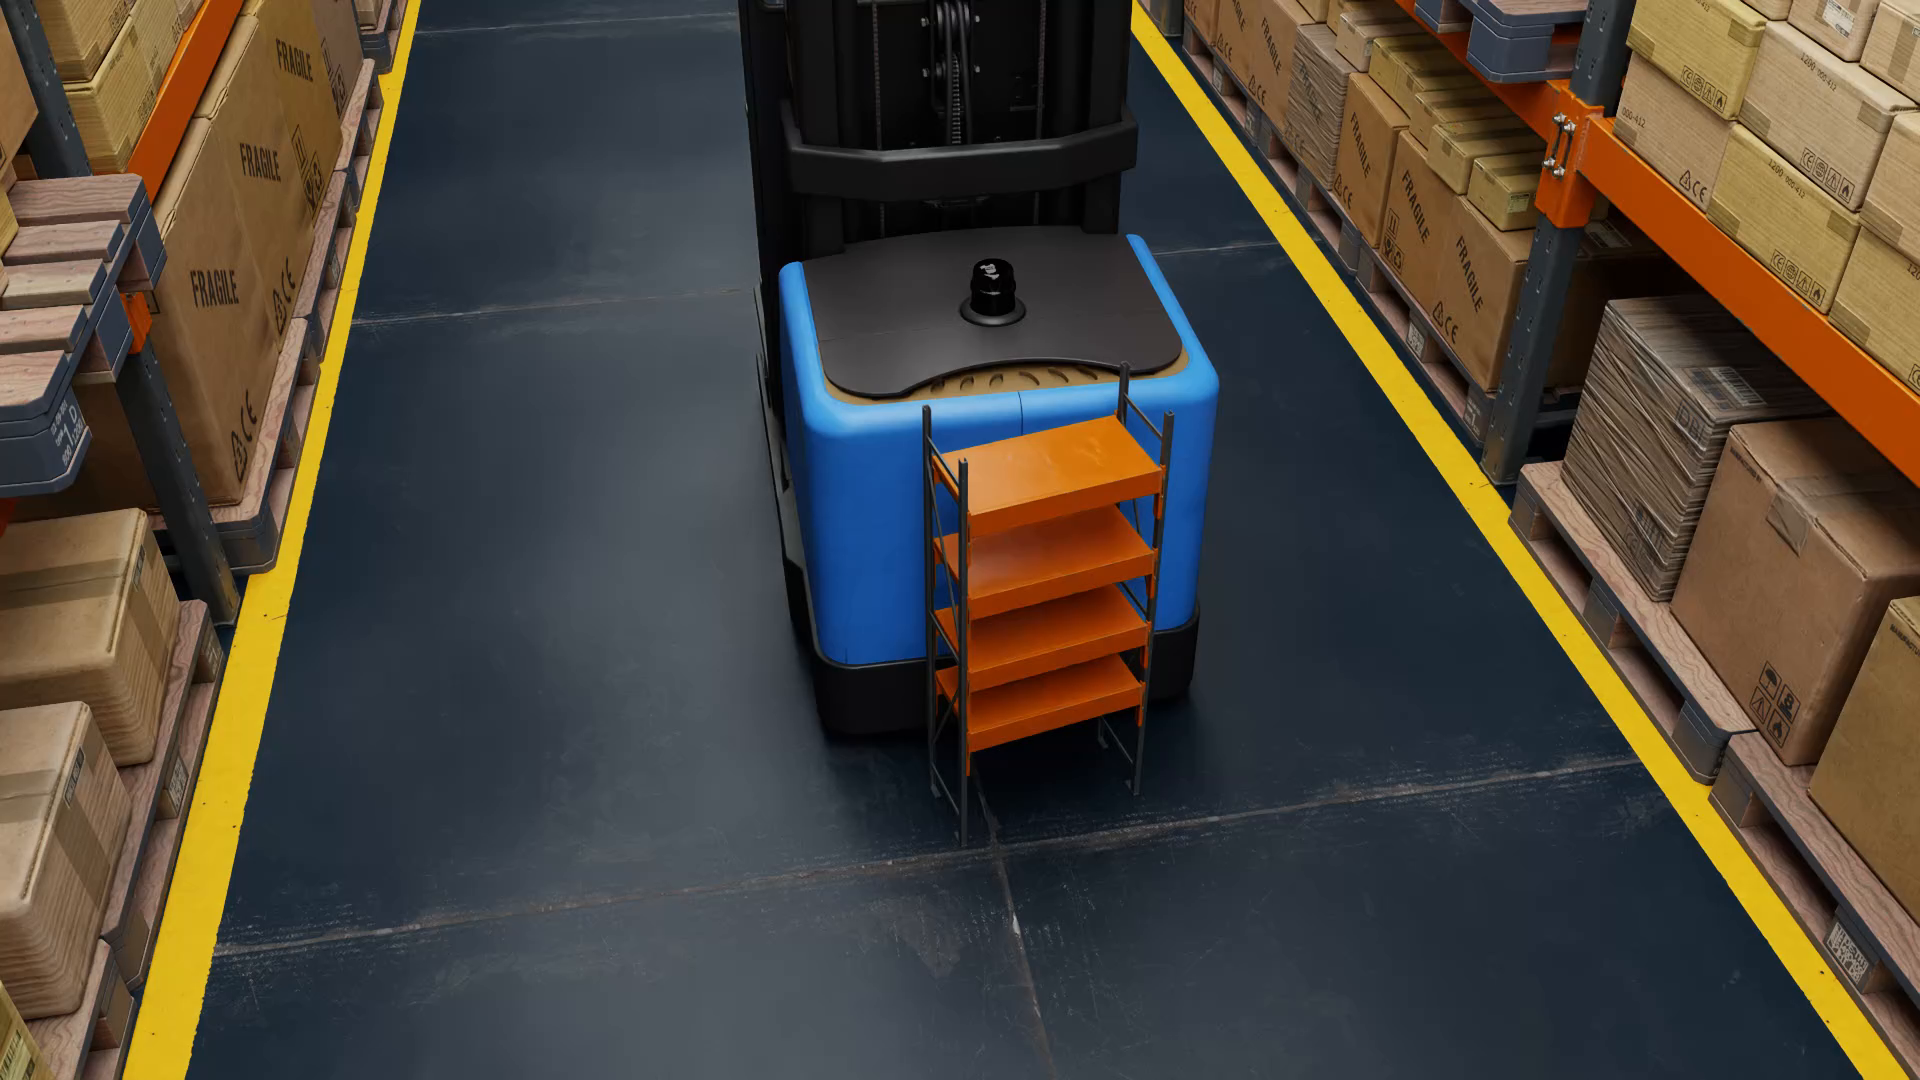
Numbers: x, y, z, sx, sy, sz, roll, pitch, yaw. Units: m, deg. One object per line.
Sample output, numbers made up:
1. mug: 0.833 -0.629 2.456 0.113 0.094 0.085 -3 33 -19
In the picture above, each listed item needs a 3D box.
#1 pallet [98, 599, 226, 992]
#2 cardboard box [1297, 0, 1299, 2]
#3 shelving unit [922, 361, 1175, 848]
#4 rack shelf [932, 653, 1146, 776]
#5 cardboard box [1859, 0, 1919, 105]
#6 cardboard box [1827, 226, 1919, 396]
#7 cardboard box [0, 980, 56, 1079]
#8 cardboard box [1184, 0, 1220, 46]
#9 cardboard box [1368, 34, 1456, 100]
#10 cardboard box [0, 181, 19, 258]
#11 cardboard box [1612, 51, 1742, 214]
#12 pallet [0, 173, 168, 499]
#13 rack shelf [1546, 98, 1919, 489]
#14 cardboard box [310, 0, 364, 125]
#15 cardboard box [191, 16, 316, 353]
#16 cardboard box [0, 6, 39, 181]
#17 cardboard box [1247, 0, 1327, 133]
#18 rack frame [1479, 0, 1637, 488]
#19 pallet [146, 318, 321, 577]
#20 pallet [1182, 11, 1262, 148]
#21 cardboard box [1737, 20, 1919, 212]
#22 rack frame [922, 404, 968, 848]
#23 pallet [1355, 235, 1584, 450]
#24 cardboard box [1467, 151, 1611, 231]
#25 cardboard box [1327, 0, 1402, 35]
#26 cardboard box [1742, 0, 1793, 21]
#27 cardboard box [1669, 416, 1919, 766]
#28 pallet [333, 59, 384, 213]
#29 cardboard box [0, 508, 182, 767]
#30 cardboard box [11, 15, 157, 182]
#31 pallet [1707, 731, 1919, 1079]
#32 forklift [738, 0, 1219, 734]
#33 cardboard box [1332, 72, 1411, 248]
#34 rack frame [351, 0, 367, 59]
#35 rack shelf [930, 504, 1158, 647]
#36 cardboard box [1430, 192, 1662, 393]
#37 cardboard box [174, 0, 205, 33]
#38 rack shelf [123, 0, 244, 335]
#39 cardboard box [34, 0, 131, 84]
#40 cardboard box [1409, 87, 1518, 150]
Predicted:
1. pallet: -2.511 0.664 4.224 1.003 0.211 1.213 -6 38 -8
2. cardboard box: 1.588 -2.420 7.086 0.380 0.149 0.250 -6 38 -8
3. shelving unit: 0.193 0.187 4.031 0.503 1.200 0.258 -14 40 -17
4. rack shelf: 0.193 0.397 4.194 0.480 0.148 0.258 -14 40 -17
5. cardboard box: 2.182 -1.047 3.543 0.380 0.149 0.250 -6 38 -7
6. cardboard box: 2.257 -0.478 3.542 0.500 0.250 0.500 -7 38 -9
7. cardboard box: -2.293 1.208 3.050 0.950 0.372 0.625 -5 38 -6
8. cardboard box: 1.401 -2.724 8.007 0.500 0.500 0.500 -5 38 -6
9. cardboard box: 1.776 -1.792 6.278 0.380 0.149 0.250 -7 38 -9
10. cardboard box: -2.240 -0.650 3.504 0.380 0.149 0.250 -6 38 -7
11. cardboard box: 2.076 -1.092 4.333 0.500 0.250 0.500 -6 38 -8
12. pallet: -2.417 -0.415 3.496 1.213 0.211 1.003 -6 38 -8
13. rack shelf: 2.590 0.046 3.332 1.077 0.370 4.000 -6 38 -8
14. cardboard box: -3.161 -2.287 7.138 0.875 0.875 0.875 -5 38 -7
15. cardboard box: -2.839 -1.202 5.742 0.875 0.875 0.875 -6 38 -7
16. cardboard box: -2.294 -0.988 3.410 0.500 0.500 0.500 -7 38 -9
17. cardboard box: 1.587 -2.102 7.206 0.500 0.500 0.500 -7 38 -9
18. rack frame: 2.239 -1.446 4.666 1.000 3.000 0.127 -6 38 -8
19. pallet: -2.711 -0.293 5.455 1.003 0.211 1.213 -6 38 -8
20. pallet: 1.718 -2.273 8.004 1.003 0.211 1.213 -6 38 -8
21. cardboard box: 2.163 -0.987 3.791 0.500 0.250 0.500 -5 38 -7
22. rack frame: -0.033 0.242 3.960 0.015 1.200 0.240 -14 40 -17
23. pallet: 2.146 -0.800 6.107 1.003 0.211 1.213 -6 38 -8
24. cardboard box: 1.903 -1.152 5.454 0.380 0.149 0.250 -8 39 -10
25. cardboard box: 1.705 -2.110 6.687 0.380 0.149 0.250 -6 38 -8
26. cardboard box: 2.053 -1.356 3.941 0.380 0.149 0.250 -5 38 -7
27. cardboard box: 2.457 0.098 4.272 0.875 0.625 0.625 -5 38 -6
28. pallet: -3.139 -1.767 7.352 1.003 0.211 1.213 -6 38 -8
29. cardboard box: -2.558 0.304 4.213 0.950 0.372 0.625 -9 39 -11
30. cardboard box: -2.485 -1.173 4.437 0.500 0.250 0.500 -7 38 -9
31. pallet: 2.556 0.892 3.930 1.003 0.211 1.213 -6 38 -8
32. forklift: -0.107 -1.538 4.841 1.130 2.935 3.031 -6 38 -8
33. cardboard box: 1.782 -1.476 6.400 0.500 0.500 0.500 -5 38 -6
34. rack frame: -3.348 -3.326 7.086 1.000 3.000 0.127 -6 38 -8
35. rack shelf: 0.193 0.064 3.935 0.480 0.148 0.258 -14 40 -17
36. cardboard box: 1.953 -0.857 5.603 0.500 0.500 0.500 -5 38 -7
37. cardboard box: -2.679 -1.799 5.243 0.500 0.250 0.500 -5 38 -6
38. rack shelf: -2.998 -1.834 5.752 1.077 0.370 4.000 -6 38 -8
39. cardboard box: -2.493 -1.381 4.297 0.500 0.250 0.500 -6 38 -8
40. cardboard box: 1.822 -1.477 5.873 0.380 0.149 0.250 -7 38 -9
